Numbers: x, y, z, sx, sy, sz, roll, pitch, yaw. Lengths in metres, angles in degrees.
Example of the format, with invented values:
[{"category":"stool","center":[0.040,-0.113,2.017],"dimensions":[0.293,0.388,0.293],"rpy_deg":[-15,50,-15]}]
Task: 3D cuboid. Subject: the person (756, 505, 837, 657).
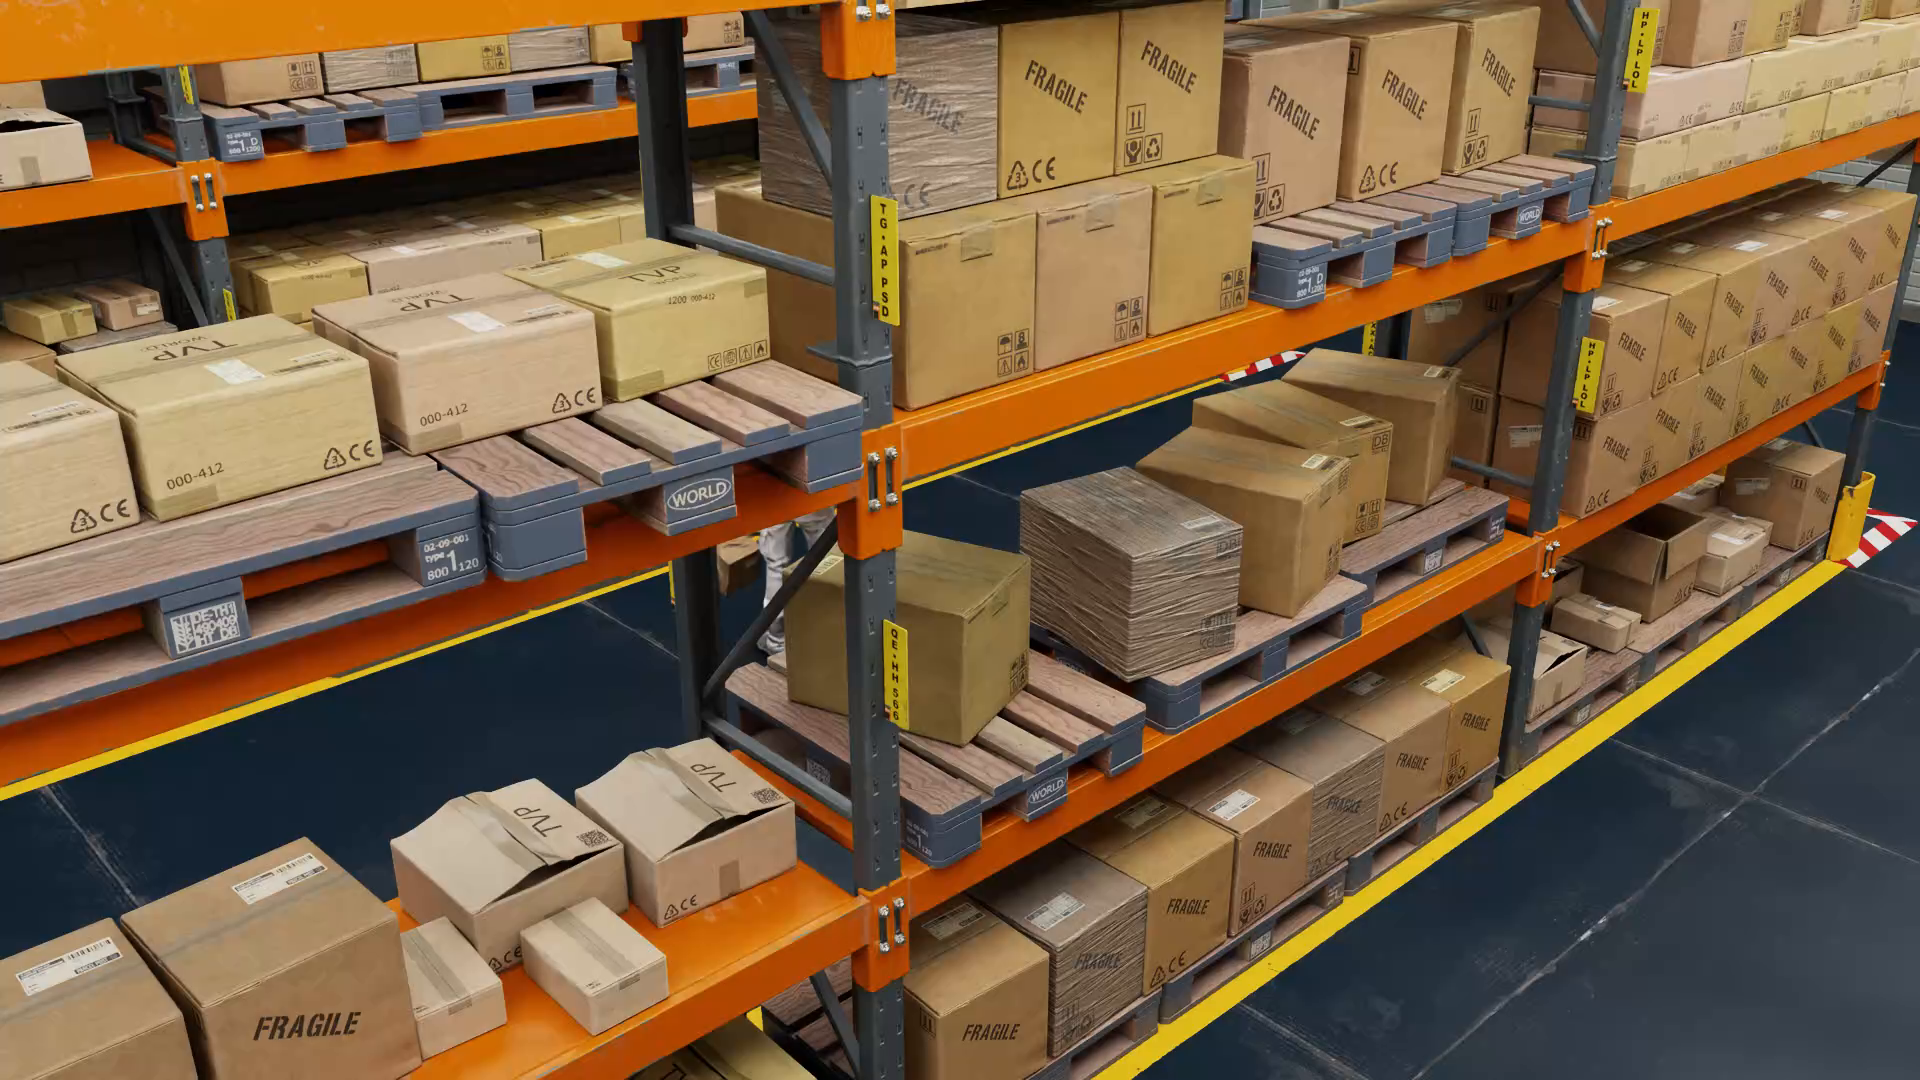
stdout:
[{"category":"person","center":[-0.825,-0.245,9.096],"dimensions":[0.693,1.789,0.634],"rpy_deg":[5,25,11]}]
